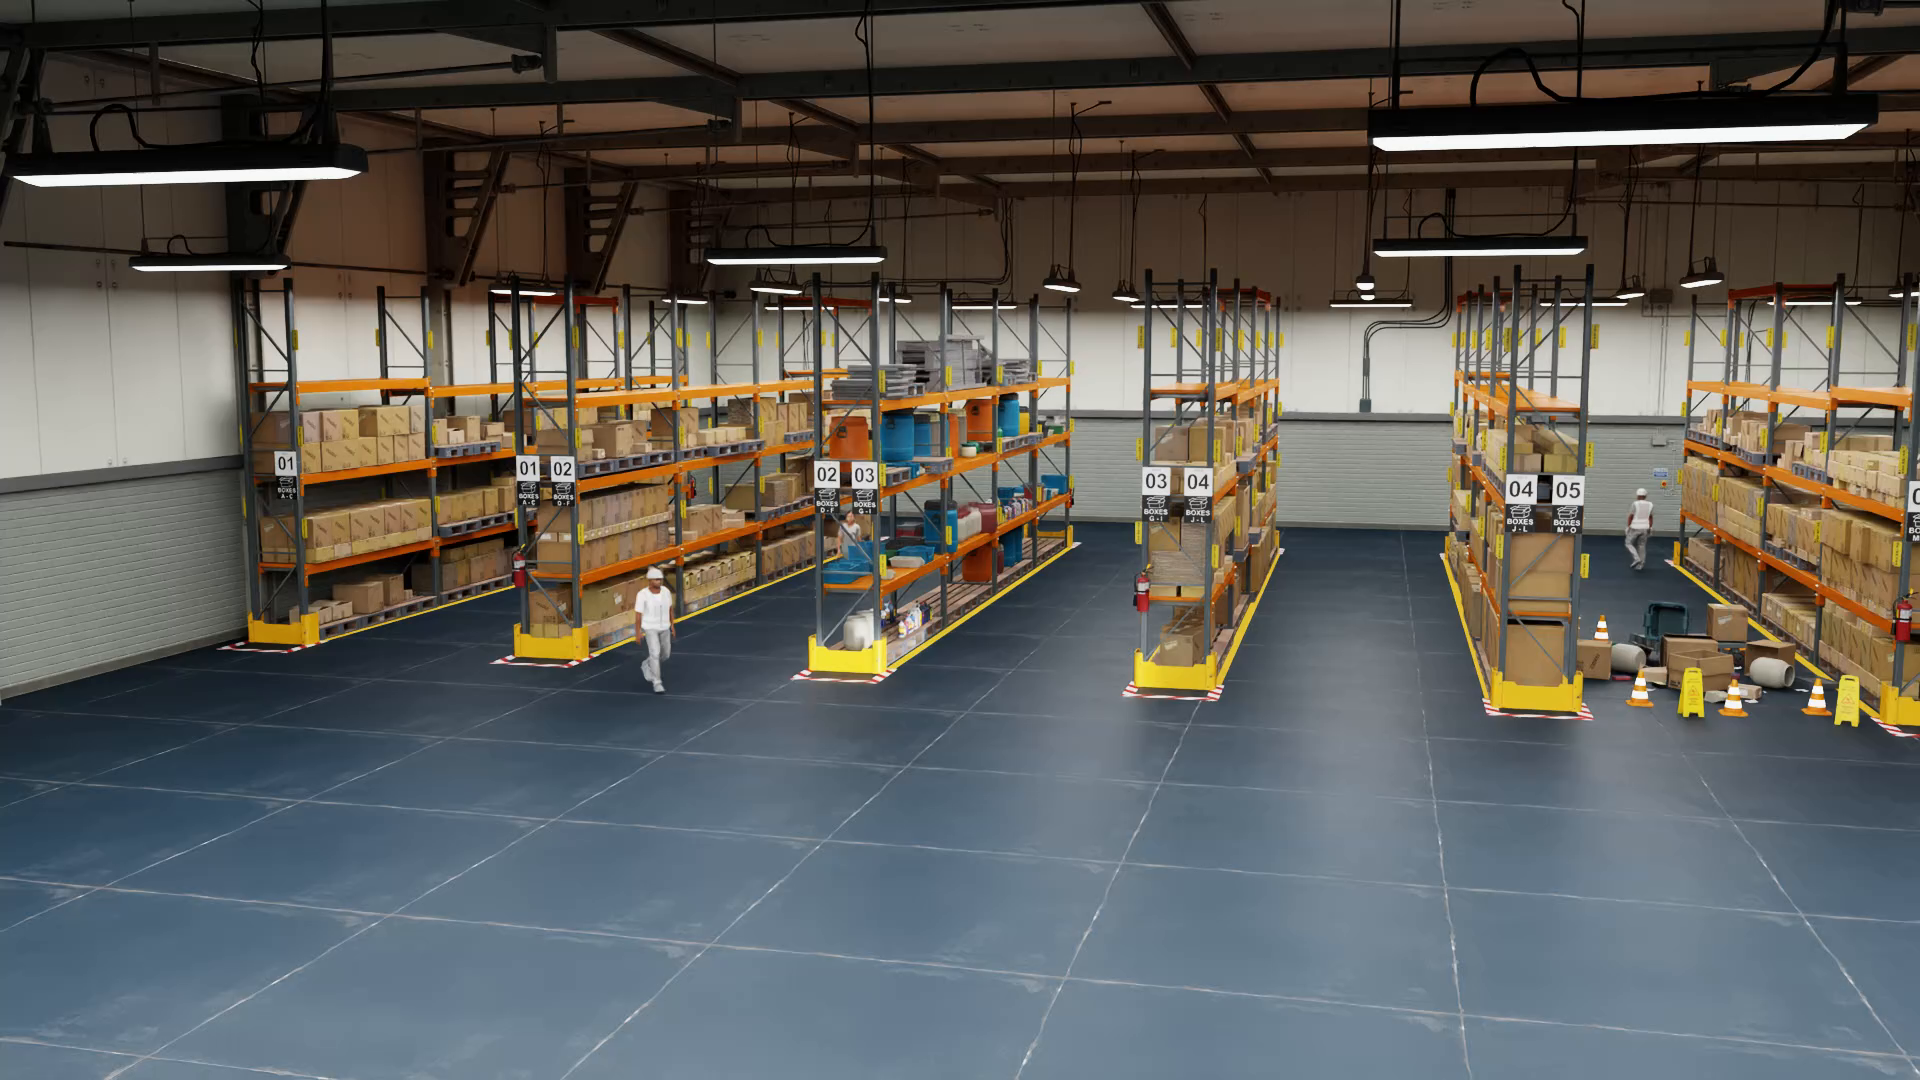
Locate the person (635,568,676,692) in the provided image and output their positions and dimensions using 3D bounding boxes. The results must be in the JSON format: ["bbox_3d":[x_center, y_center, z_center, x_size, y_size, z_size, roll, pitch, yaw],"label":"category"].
[{"bbox_3d":[-4.382,1.270,23.907,0.634,1.744,0.853,-6,9,-41],"label":"person"}]

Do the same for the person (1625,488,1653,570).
[{"bbox_3d":[14.841,-0.237,36.303,0.586,1.787,0.501,-1,7,-10],"label":"person"}]

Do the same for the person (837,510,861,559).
[{"bbox_3d":[-2.220,0.213,33.228,0.445,1.609,1.082,1,7,11],"label":"person"}]
